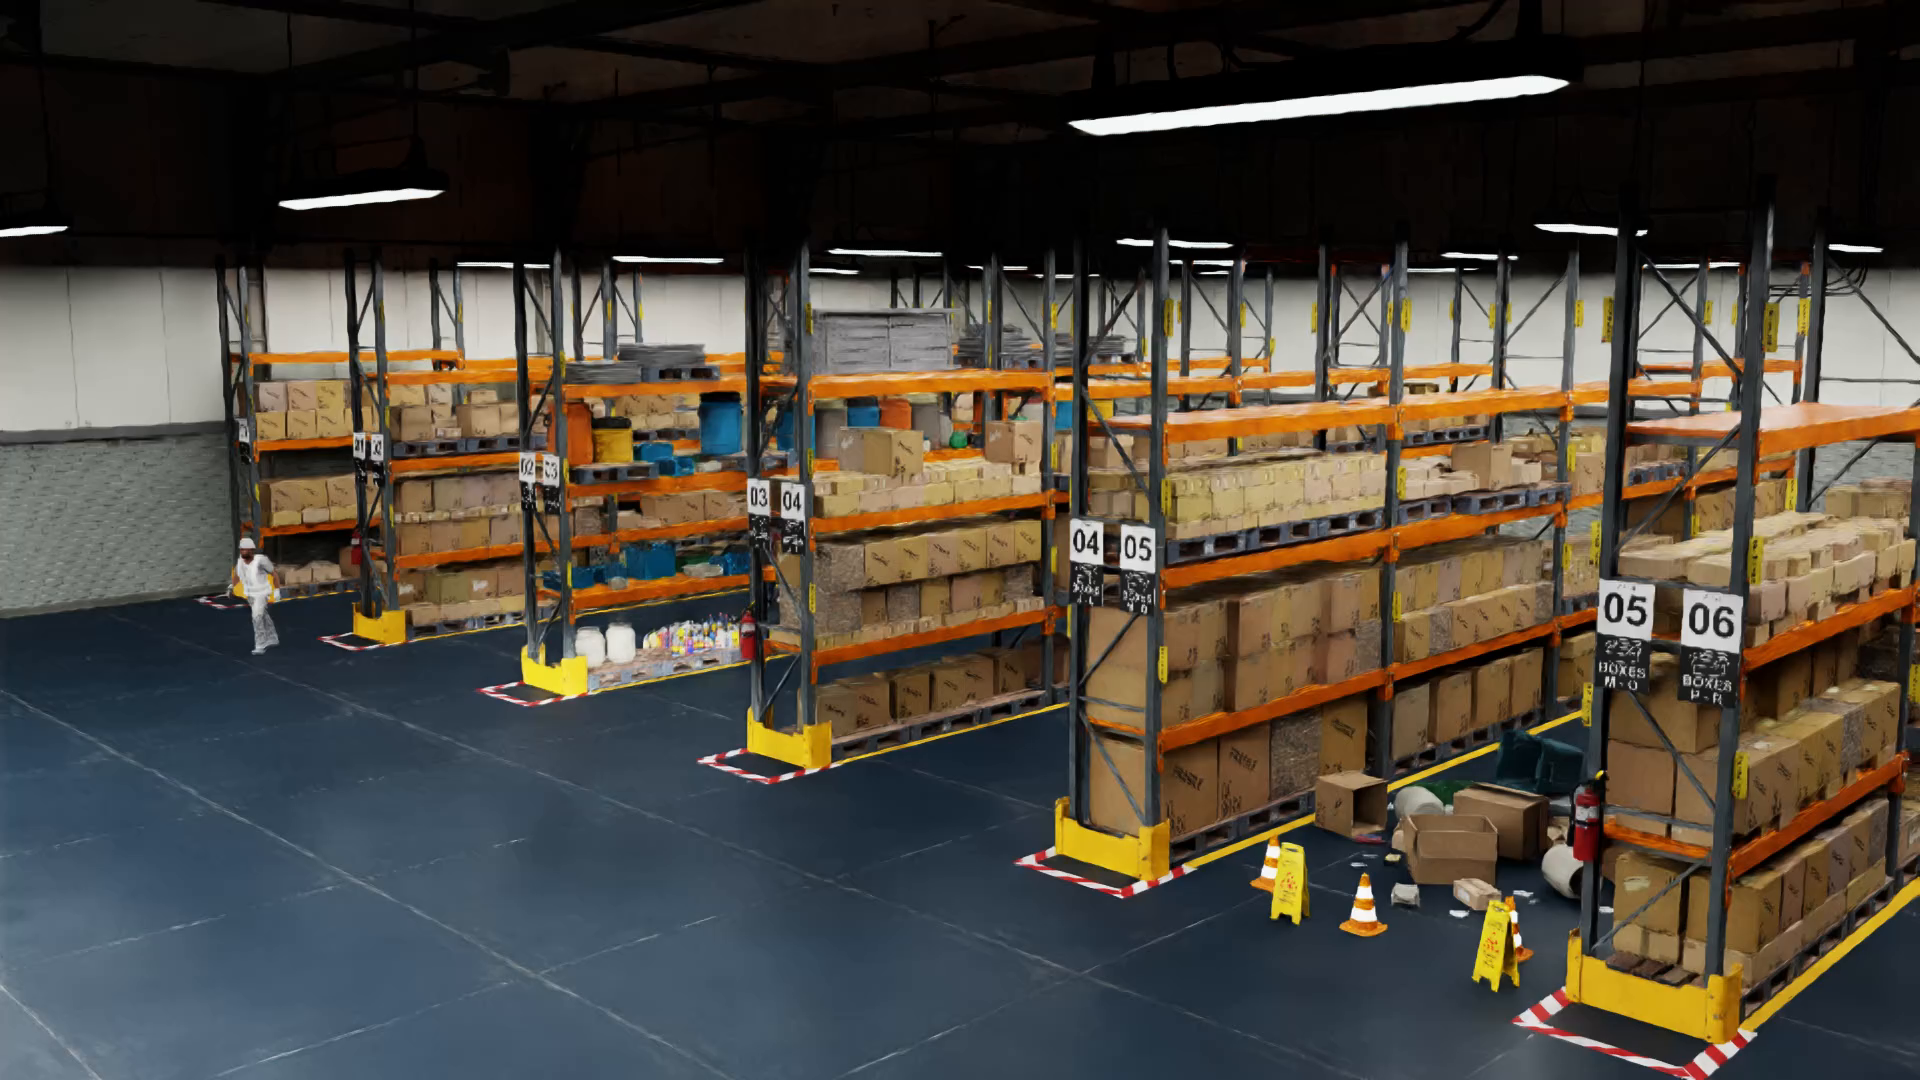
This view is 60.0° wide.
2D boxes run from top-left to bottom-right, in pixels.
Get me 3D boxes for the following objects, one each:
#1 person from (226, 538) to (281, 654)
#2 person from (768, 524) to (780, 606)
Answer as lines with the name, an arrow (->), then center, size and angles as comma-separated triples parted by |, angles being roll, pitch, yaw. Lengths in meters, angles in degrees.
person -> -10.468, 0.804, 24.793 | 0.701, 1.717, 0.849 | 4, 9, 28
person -> -3.239, 0.344, 28.629 | 0.412, 1.533, 0.955 | 6, 10, 36
